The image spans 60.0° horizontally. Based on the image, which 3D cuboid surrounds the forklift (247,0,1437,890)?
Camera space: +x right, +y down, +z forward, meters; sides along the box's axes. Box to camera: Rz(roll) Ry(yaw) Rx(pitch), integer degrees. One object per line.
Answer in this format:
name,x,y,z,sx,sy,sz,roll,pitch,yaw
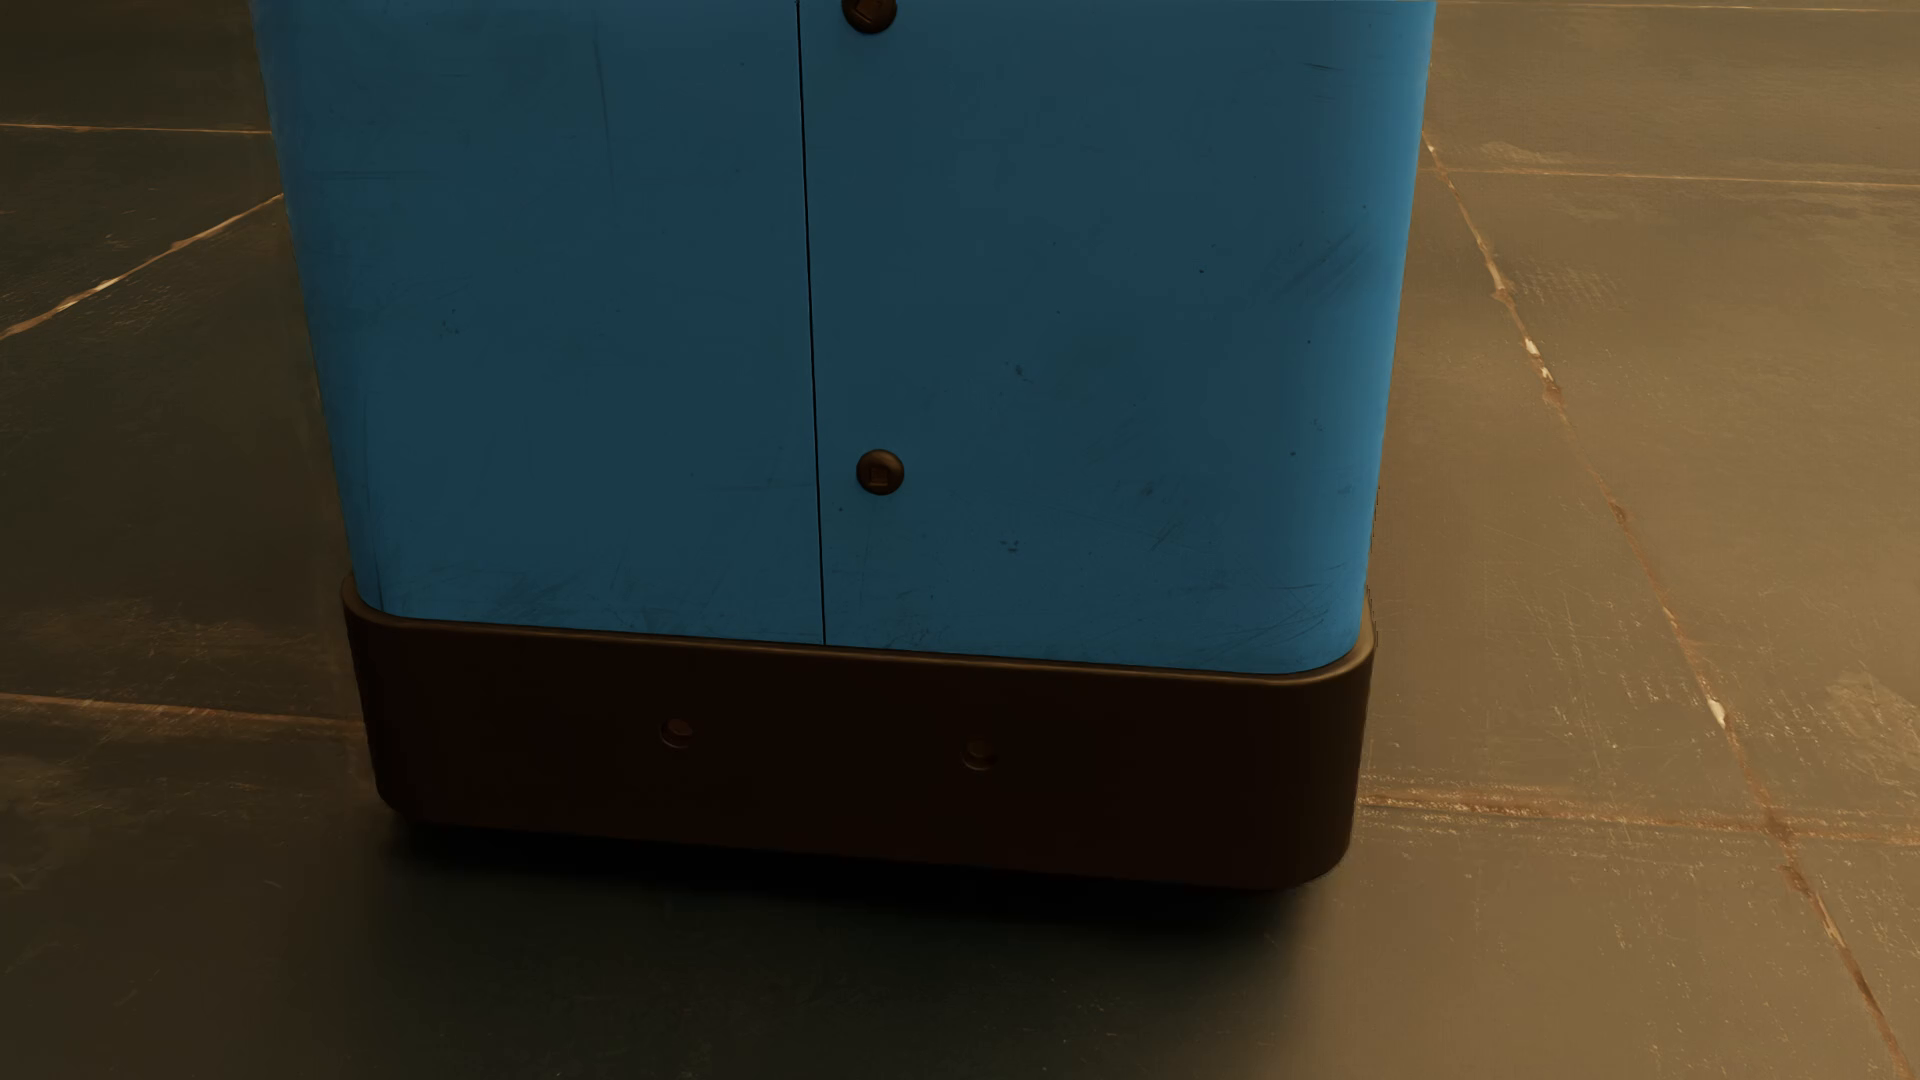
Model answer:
forklift,0.063,-1.595,2.414,1.130,2.935,3.031,3,27,7
